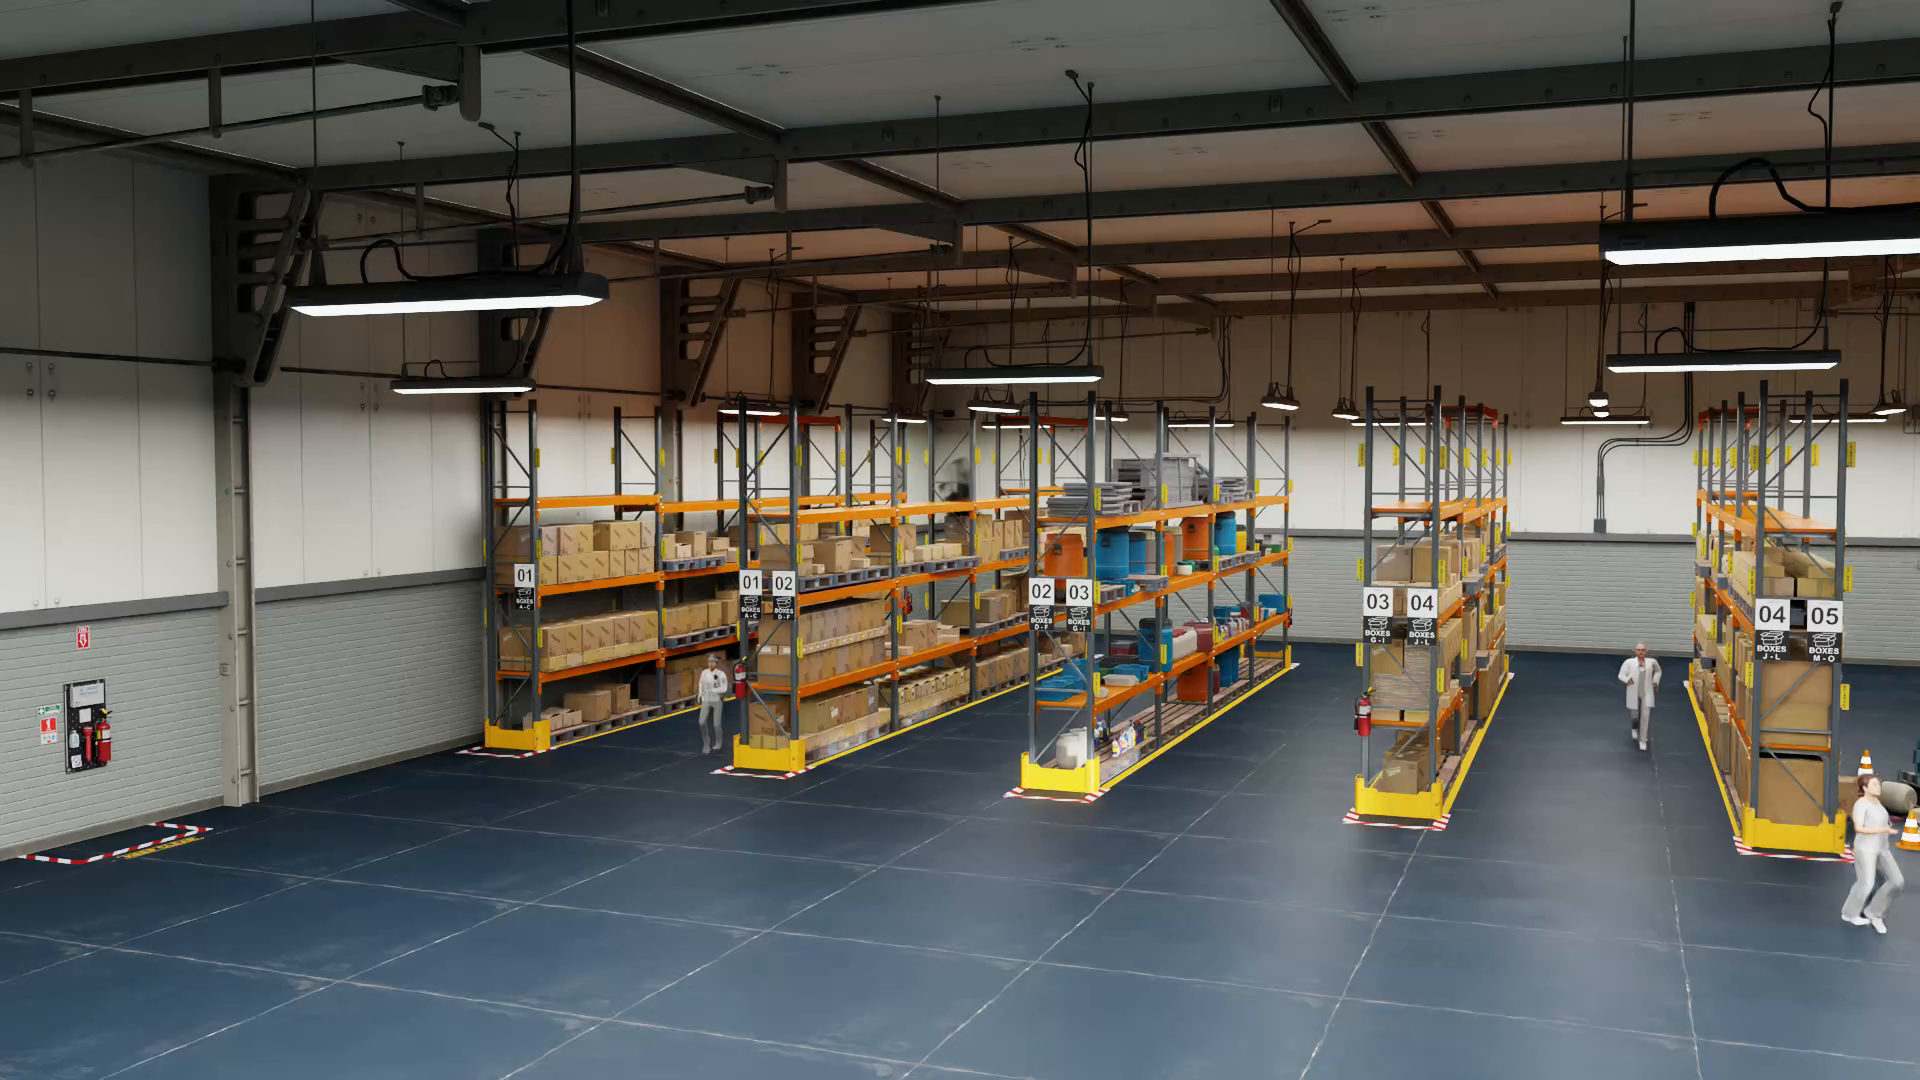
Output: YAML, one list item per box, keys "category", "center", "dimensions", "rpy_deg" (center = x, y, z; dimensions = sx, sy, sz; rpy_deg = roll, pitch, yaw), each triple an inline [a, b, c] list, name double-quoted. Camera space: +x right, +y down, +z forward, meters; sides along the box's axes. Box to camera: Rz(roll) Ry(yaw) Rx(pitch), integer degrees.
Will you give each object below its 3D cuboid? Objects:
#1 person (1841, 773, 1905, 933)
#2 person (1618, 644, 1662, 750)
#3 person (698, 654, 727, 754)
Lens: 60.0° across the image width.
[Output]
- category: "person"
  center: [9.643, 3.306, 17.548]
  dimensions: [0.545, 1.689, 0.654]
  rpy_deg: [-1, 3, -25]
- category: "person"
  center: [11.777, 2.683, 28.786]
  dimensions: [0.712, 1.776, 1.037]
  rpy_deg: [1, 3, 18]
- category: "person"
  center: [-4.209, 2.774, 28.148]
  dimensions: [0.579, 1.718, 0.688]
  rpy_deg: [0, 3, 9]
